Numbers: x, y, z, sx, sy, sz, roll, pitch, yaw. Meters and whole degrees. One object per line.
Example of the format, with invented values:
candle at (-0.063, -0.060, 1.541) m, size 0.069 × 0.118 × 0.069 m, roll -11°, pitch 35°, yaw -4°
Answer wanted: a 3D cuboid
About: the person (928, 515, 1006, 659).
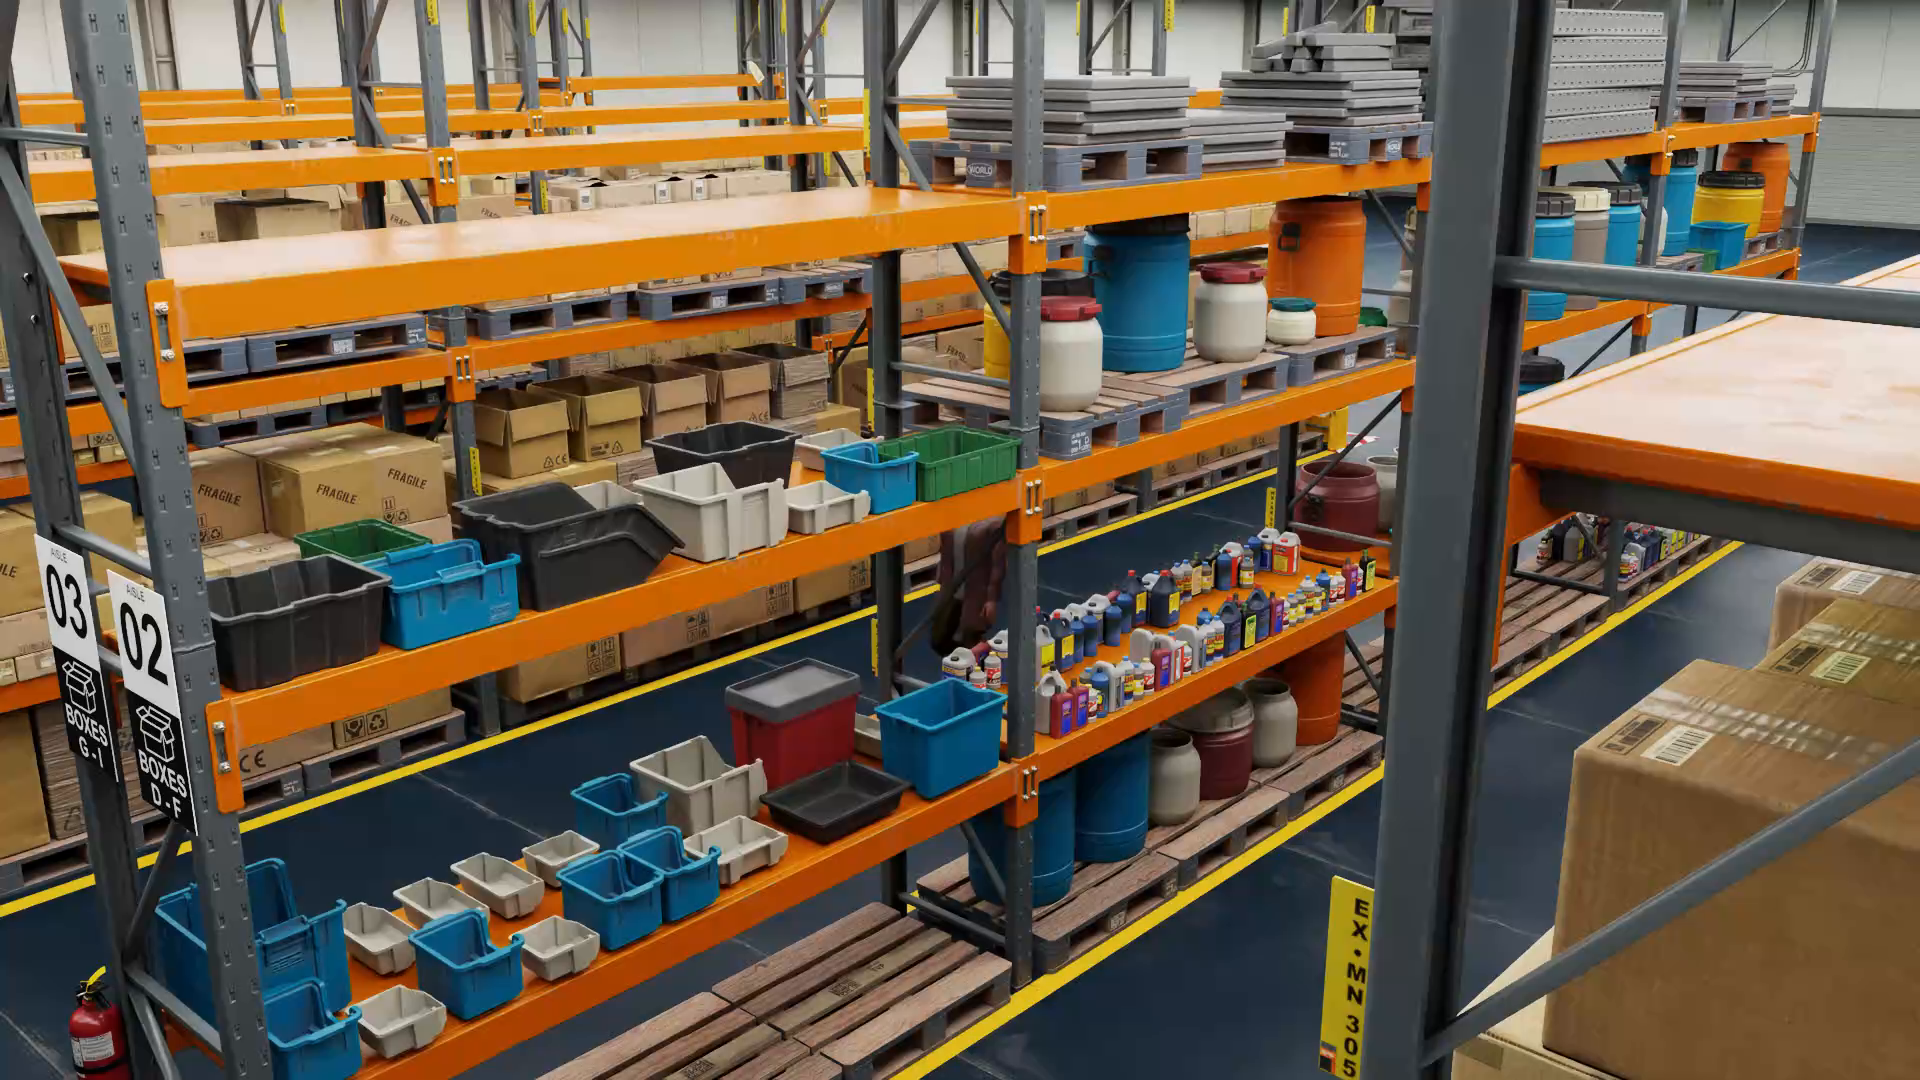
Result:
person at (0.069, 0.388, 12.160) m, size 0.608 × 1.769 × 0.559 m, roll 11°, pitch 20°, yaw 33°
